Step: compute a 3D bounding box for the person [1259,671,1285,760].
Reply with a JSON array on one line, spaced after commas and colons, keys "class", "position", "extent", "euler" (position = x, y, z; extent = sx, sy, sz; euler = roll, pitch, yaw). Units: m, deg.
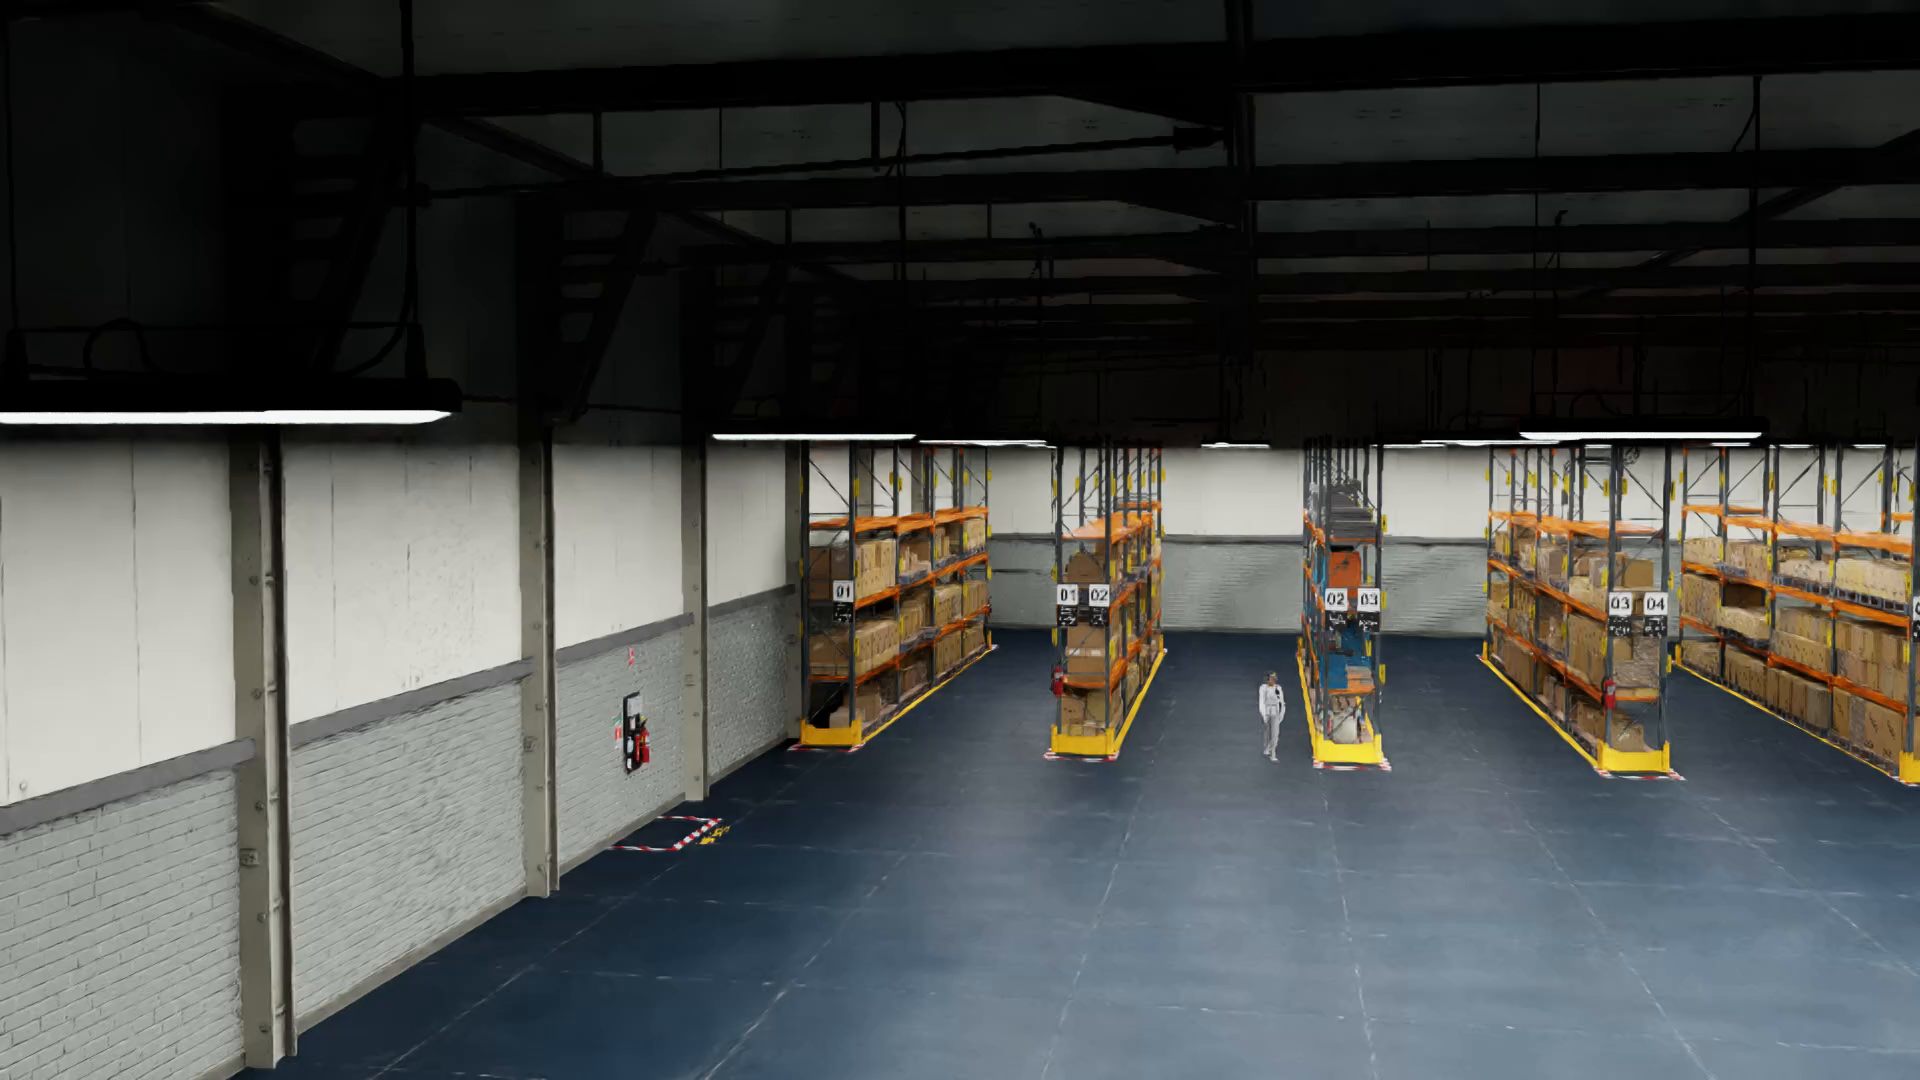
[{"class": "person", "position": [5.774, 3.218, 30.818], "extent": [0.481, 1.621, 0.946], "euler": [0, 3, 9]}]
